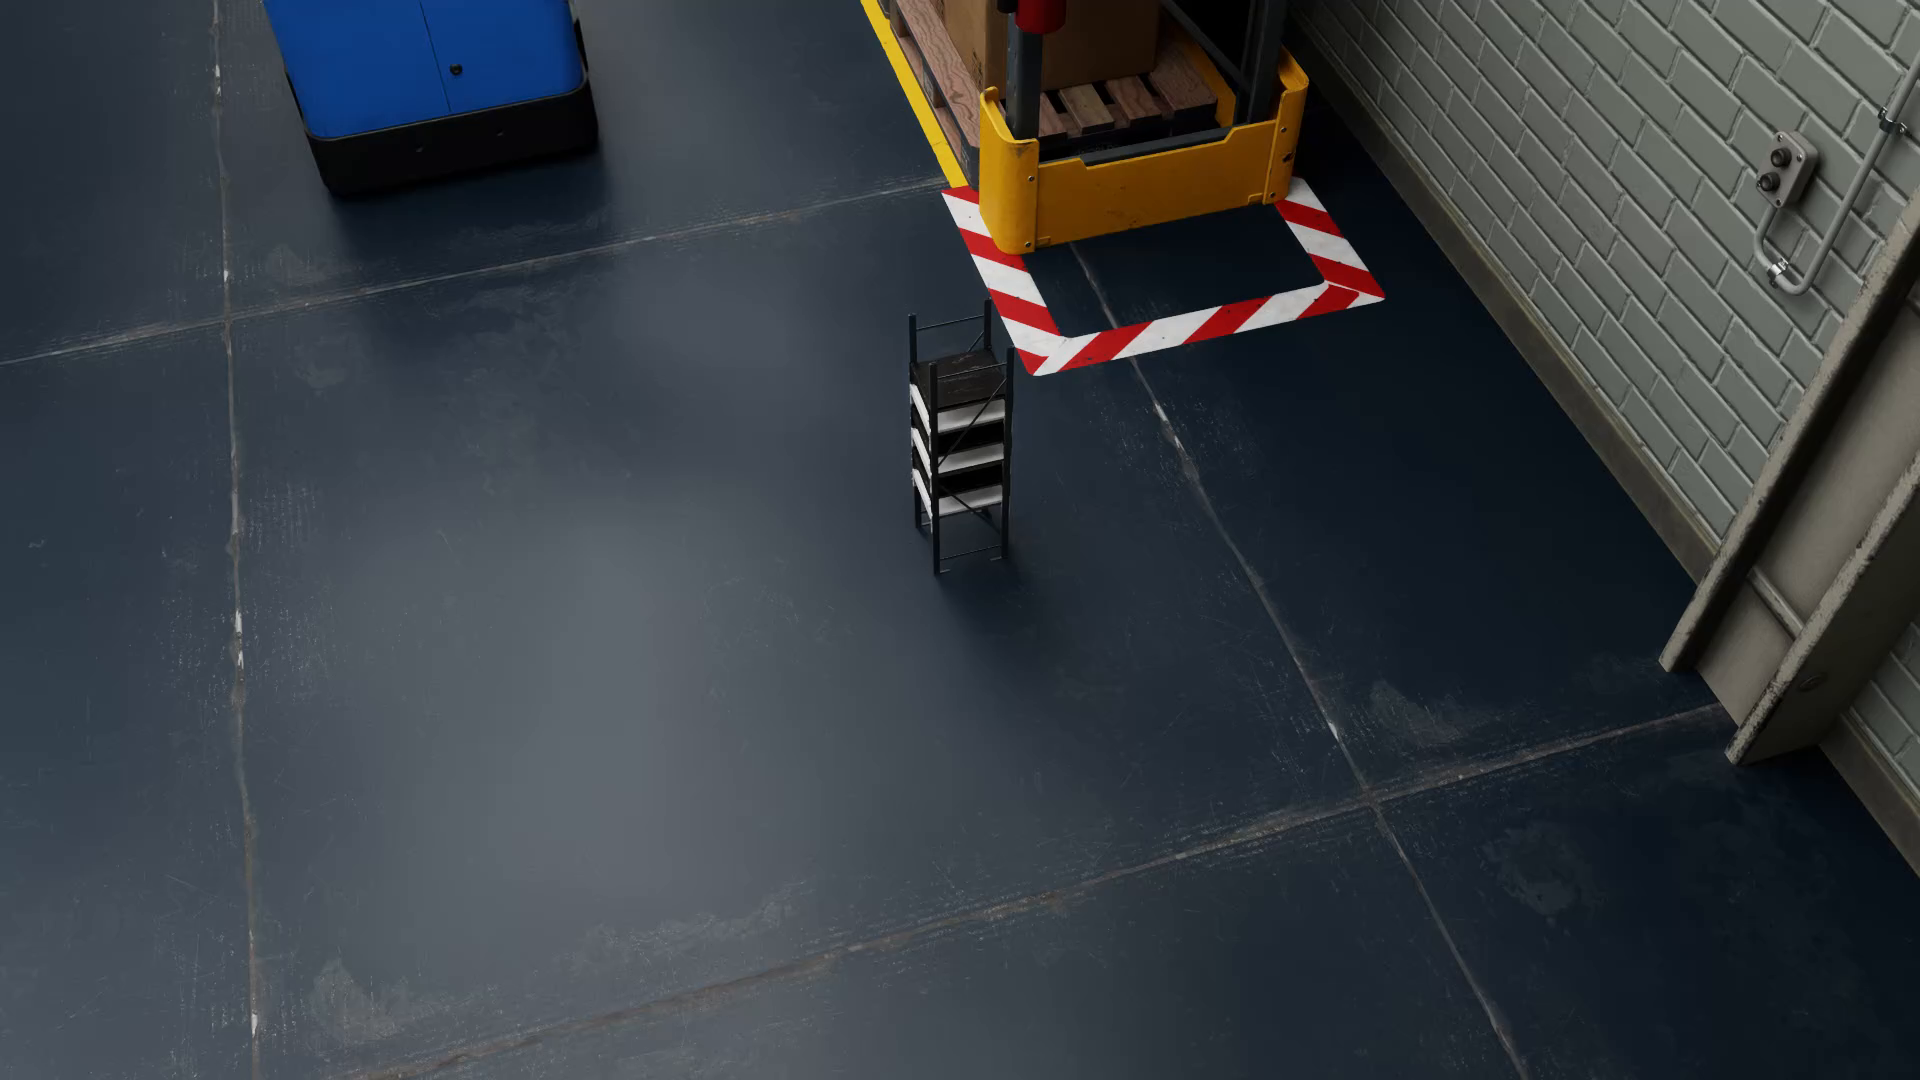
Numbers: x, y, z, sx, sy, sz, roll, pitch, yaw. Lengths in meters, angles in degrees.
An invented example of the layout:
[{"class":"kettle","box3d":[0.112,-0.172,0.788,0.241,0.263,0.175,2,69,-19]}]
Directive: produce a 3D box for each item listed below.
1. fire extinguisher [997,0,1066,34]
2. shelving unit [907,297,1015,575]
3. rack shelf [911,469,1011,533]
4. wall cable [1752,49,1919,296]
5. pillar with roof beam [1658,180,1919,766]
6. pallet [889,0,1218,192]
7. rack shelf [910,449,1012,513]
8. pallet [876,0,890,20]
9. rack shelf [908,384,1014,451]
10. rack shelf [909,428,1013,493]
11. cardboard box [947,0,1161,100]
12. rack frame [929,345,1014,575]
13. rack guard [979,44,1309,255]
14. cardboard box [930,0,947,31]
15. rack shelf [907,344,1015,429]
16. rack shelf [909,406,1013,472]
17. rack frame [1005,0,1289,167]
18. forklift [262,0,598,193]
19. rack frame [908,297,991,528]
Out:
[{"class":"fire extinguisher","box3d":[0.261,-1.921,5.202,0.296,0.674,0.183,-13,51,-11]},{"class":"shelving unit","box3d":[0.002,-0.284,4.901,0.258,0.900,0.210,-13,51,-11]},{"class":"rack shelf","box3d":[0.002,-0.147,5.064,0.258,0.077,0.200,-13,51,-11]},{"class":"wall cable","box3d":[1.940,-1.887,4.214,0.084,1.984,1.851,-13,51,-11]},{"class":"pillar with roof beam","box3d":[-1.830,-1.465,0.599,9.100,9.000,0.400,-13,51,-11]},{"class":"pallet","box3d":[0.346,-1.948,6.754,1.003,0.211,1.213,-13,51,-11]},{"class":"rack shelf","box3d":[0.002,-0.205,4.995,0.258,0.077,0.200,-13,51,-11]},{"class":"pallet","box3d":[-0.011,-2.838,7.504,1.003,0.211,1.213,-13,51,-11]},{"class":"rack shelf","box3d":[0.002,-0.379,4.789,0.258,0.077,0.200,-13,51,-11]},{"class":"rack shelf","box3d":[0.002,-0.263,4.926,0.258,0.077,0.200,-13,51,-11]},{"class":"cardboard box","box3d":[0.355,-2.099,6.418,0.700,0.500,0.500,-13,51,-11]},{"class":"rack frame","box3d":[0.032,-0.210,4.838,0.240,0.900,0.006,-13,51,-11]},{"class":"rack guard","box3d":[0.665,-1.457,6.152,1.175,0.500,0.348,-13,51,-11]},{"class":"cardboard box","box3d":[0.207,-2.464,6.726,0.700,0.500,0.500,-13,51,-11]},{"class":"rack shelf","box3d":[0.002,-0.437,4.720,0.258,0.077,0.200,-13,51,-11]},{"class":"rack shelf","box3d":[0.002,-0.321,4.858,0.258,0.077,0.200,-13,51,-11]},{"class":"rack frame","box3d":[0.658,-2.281,5.211,1.000,3.000,0.127,-13,51,-11]},{"class":"forklift","box3d":[-2.377,-3.406,6.204,1.130,2.935,3.031,-15,51,-12]},{"class":"rack frame","box3d":[-0.028,-0.358,4.964,0.240,0.900,0.006,-13,51,-11]}]
